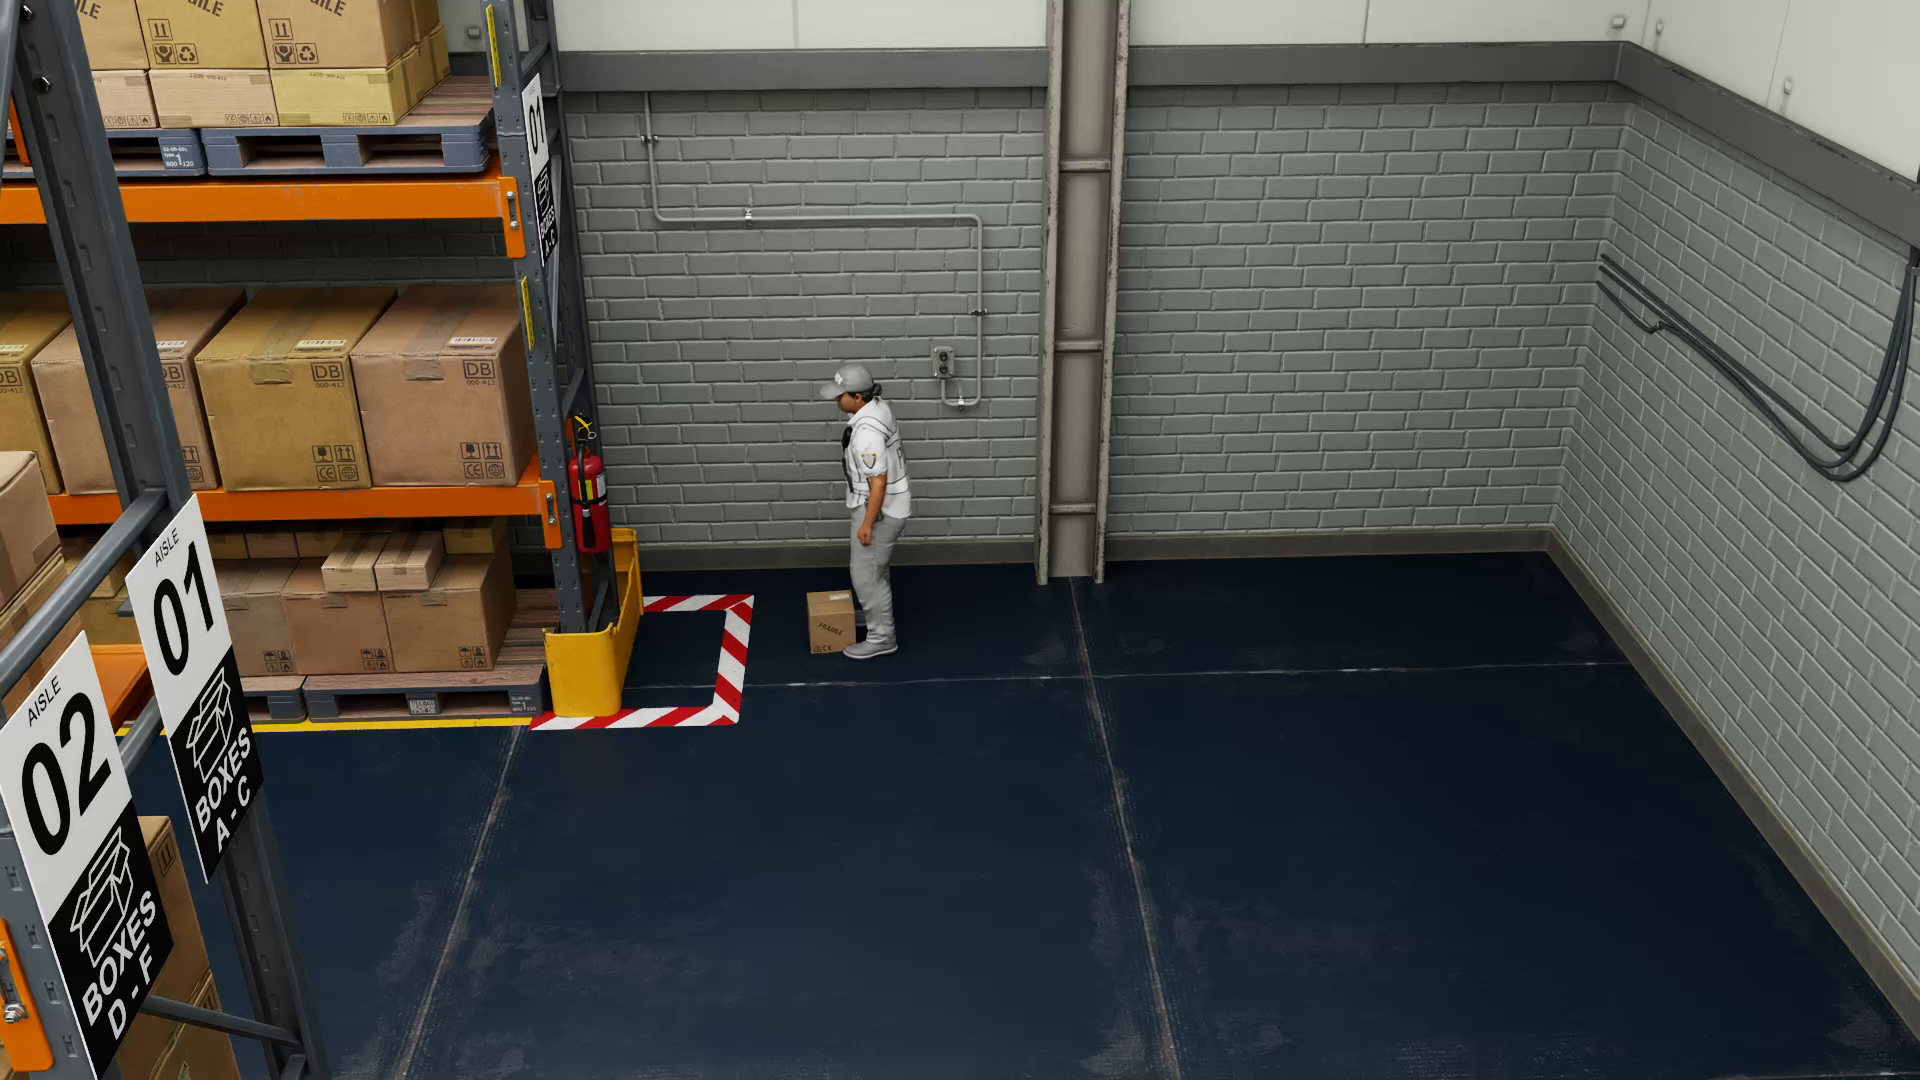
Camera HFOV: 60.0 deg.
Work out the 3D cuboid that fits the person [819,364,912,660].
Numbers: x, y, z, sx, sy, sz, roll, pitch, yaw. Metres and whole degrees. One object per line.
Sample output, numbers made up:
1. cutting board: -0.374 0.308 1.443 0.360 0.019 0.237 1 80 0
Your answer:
1. person: -0.494 -0.177 8.951 0.470 1.665 0.537 -1 28 -3
